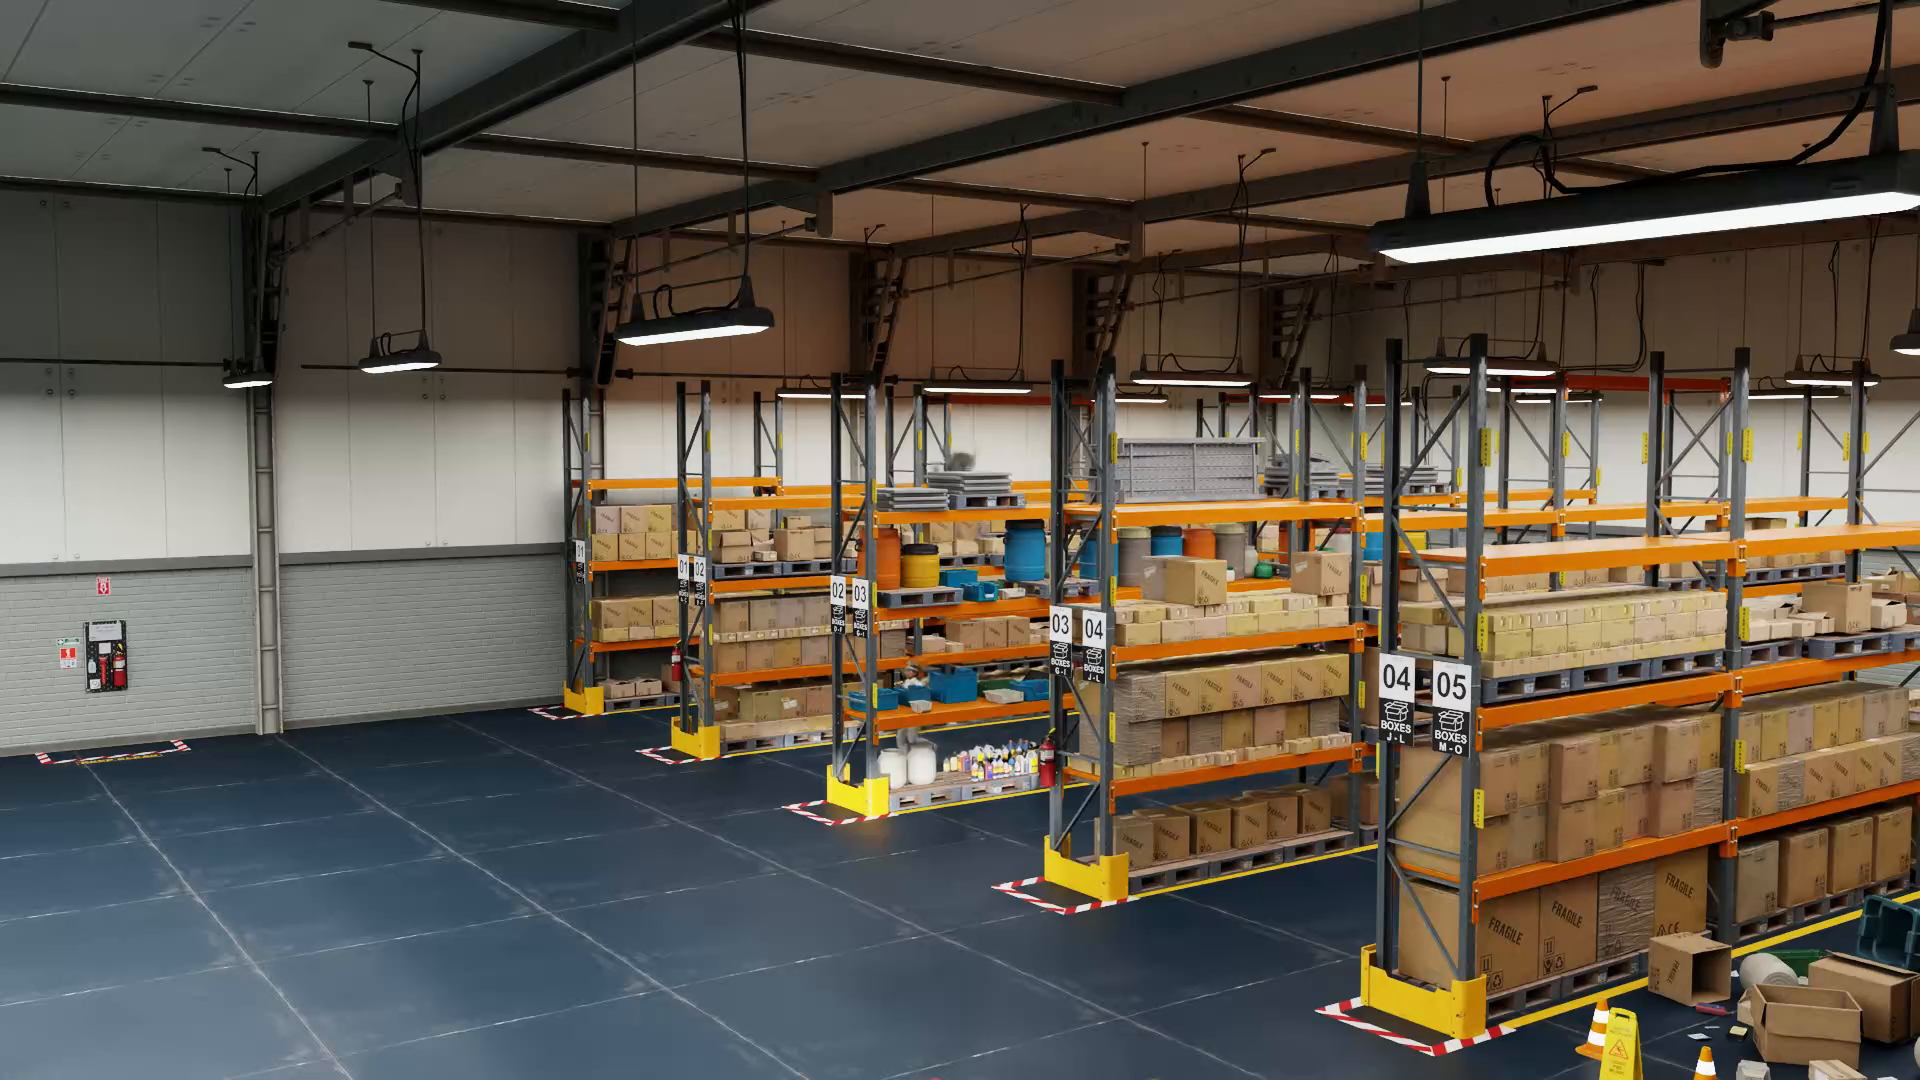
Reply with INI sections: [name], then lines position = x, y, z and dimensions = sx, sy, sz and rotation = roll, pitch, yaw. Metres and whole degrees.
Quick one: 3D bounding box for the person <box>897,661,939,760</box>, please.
[person]
position = -0.718, 2.688, 25.545
dimensions = 0.760, 1.670, 0.635
rotation = -3, 5, -36
